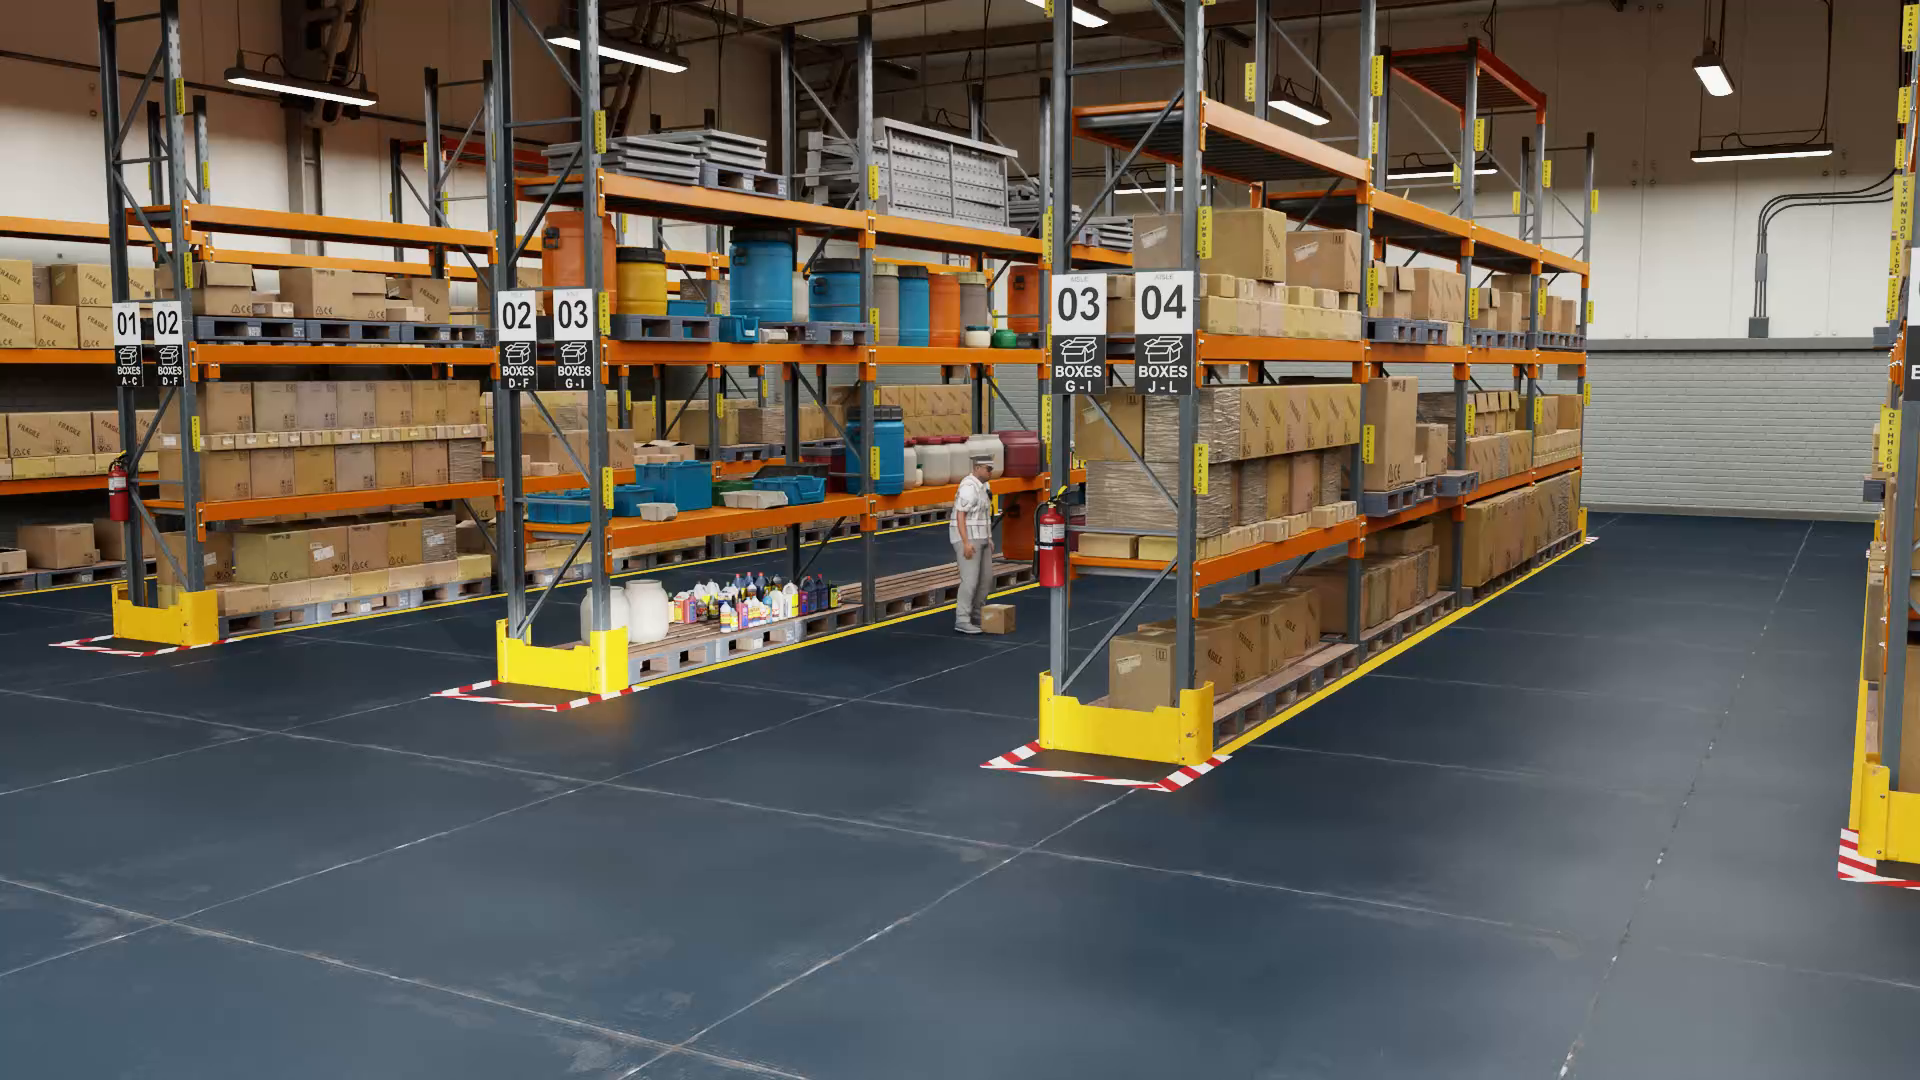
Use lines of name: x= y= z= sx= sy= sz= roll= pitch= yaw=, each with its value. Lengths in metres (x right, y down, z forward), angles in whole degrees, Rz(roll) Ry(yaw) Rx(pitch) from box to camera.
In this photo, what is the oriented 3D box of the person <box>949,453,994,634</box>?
person: x=0.131 y=0.018 z=16.420 sx=0.439 sy=1.748 sz=0.586 roll=3 pitch=7 yaw=29
